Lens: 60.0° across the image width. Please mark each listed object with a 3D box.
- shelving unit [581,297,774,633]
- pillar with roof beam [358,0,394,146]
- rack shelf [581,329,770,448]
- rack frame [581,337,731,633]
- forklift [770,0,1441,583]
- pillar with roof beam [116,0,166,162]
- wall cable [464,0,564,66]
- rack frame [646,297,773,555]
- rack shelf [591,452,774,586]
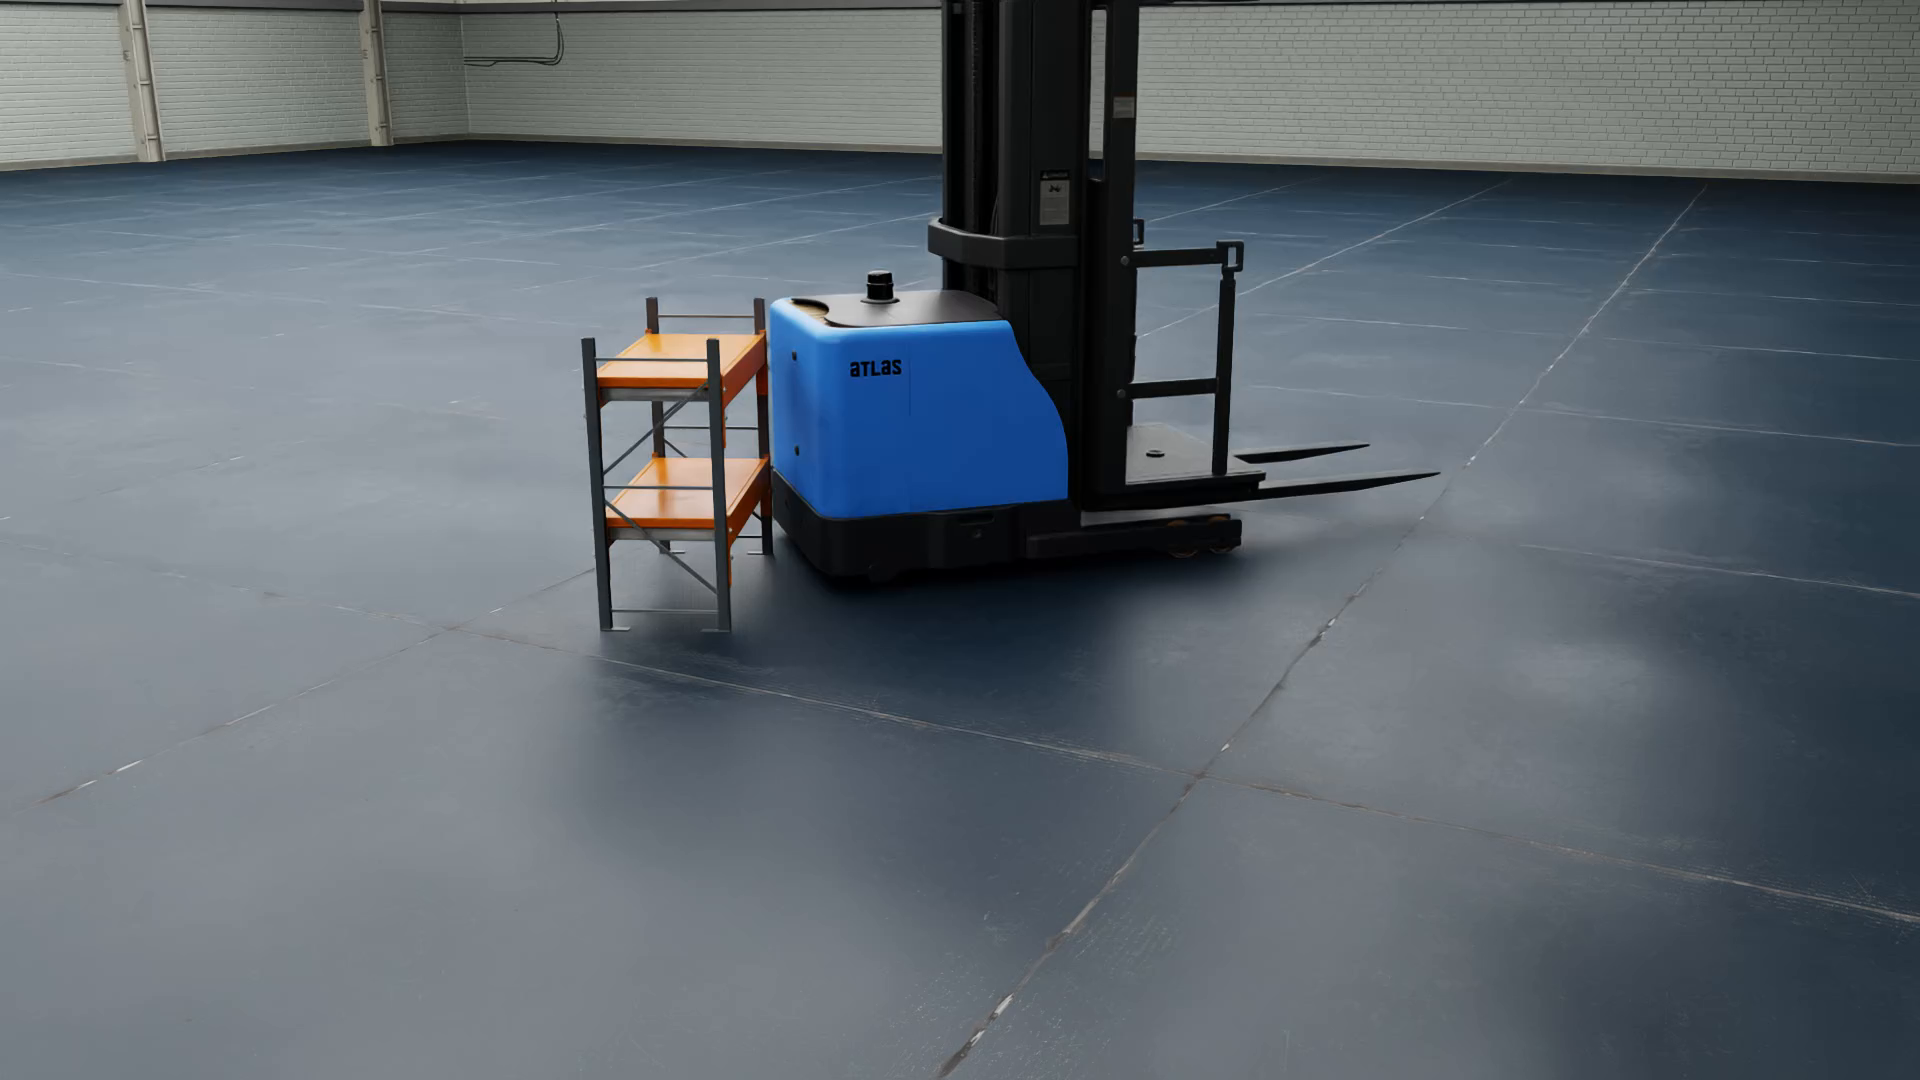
[{"bbox_3d":[-1.099,-0.337,6.682,0.538,1.125,1.048,1,17,3],"label":"shelving unit"},{"bbox_3d":[-9.126,-12.630,34.243,9.100,9.000,0.400,8,18,25],"label":"pillar with roof beam"},{"bbox_3d":[-1.099,-0.617,6.599,0.538,0.278,1.000,1,17,3],"label":"rack shelf"},{"bbox_3d":[-1.125,-0.192,6.196,0.500,1.125,0.032,1,17,3],"label":"rack frame"},{"bbox_3d":[0.720,-1.460,7.292,3.031,2.935,1.130,-6,17,-18],"label":"forklift"},{"bbox_3d":[-11.807,-11.102,29.097,9.100,9.000,0.400,8,18,25],"label":"pillar with roof beam"},{"bbox_3d":[-10.478,-12.271,38.489,3.097,2.526,0.112,8,18,25],"label":"wall cable"},{"bbox_3d":[-1.074,-0.481,7.169,0.500,1.125,0.032,1,17,3],"label":"rack frame"},{"bbox_3d":[-1.099,-0.102,6.752,0.538,0.278,1.000,1,17,3],"label":"rack shelf"}]
